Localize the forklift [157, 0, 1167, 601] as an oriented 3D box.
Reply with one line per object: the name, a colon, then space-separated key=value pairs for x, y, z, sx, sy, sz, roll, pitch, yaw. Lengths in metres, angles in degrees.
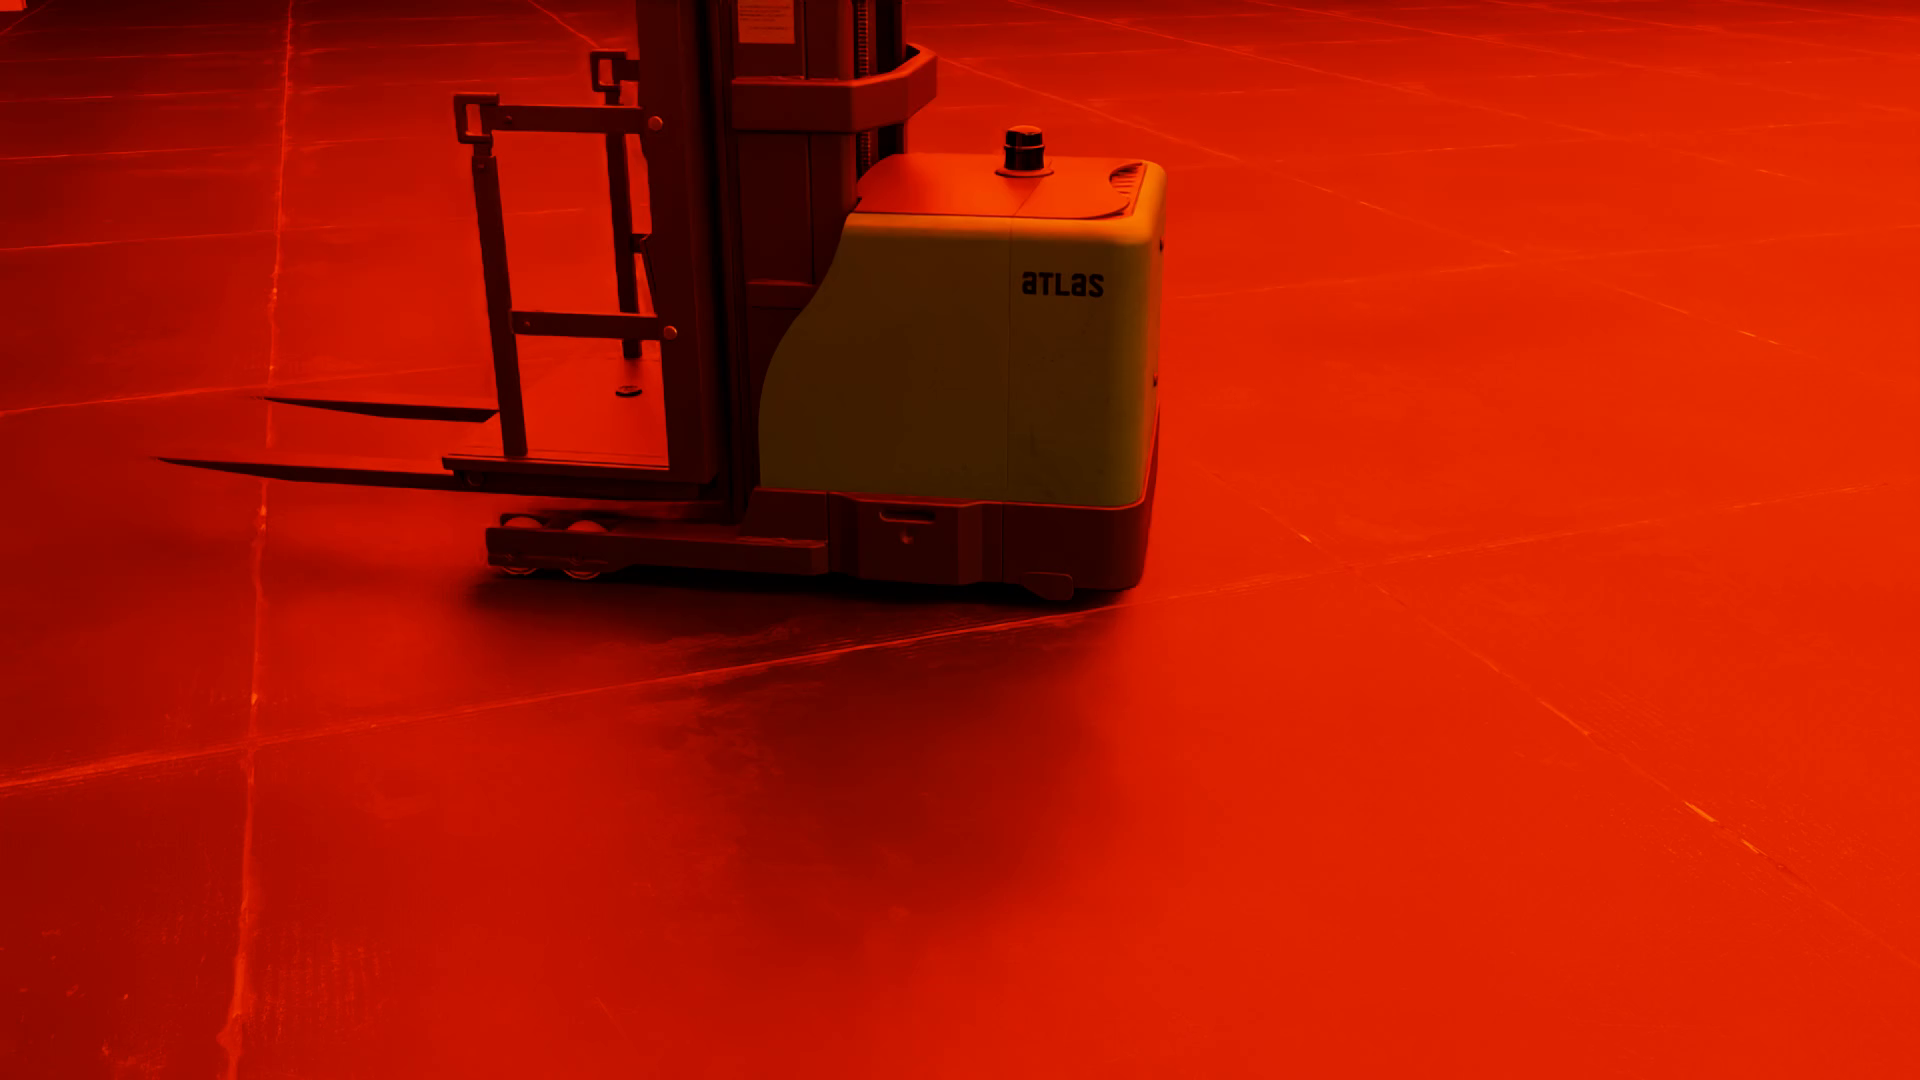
forklift: x=-0.922 y=-1.434 z=4.709 sx=3.031 sy=2.935 sz=1.130 roll=4 pitch=23 yaw=8
